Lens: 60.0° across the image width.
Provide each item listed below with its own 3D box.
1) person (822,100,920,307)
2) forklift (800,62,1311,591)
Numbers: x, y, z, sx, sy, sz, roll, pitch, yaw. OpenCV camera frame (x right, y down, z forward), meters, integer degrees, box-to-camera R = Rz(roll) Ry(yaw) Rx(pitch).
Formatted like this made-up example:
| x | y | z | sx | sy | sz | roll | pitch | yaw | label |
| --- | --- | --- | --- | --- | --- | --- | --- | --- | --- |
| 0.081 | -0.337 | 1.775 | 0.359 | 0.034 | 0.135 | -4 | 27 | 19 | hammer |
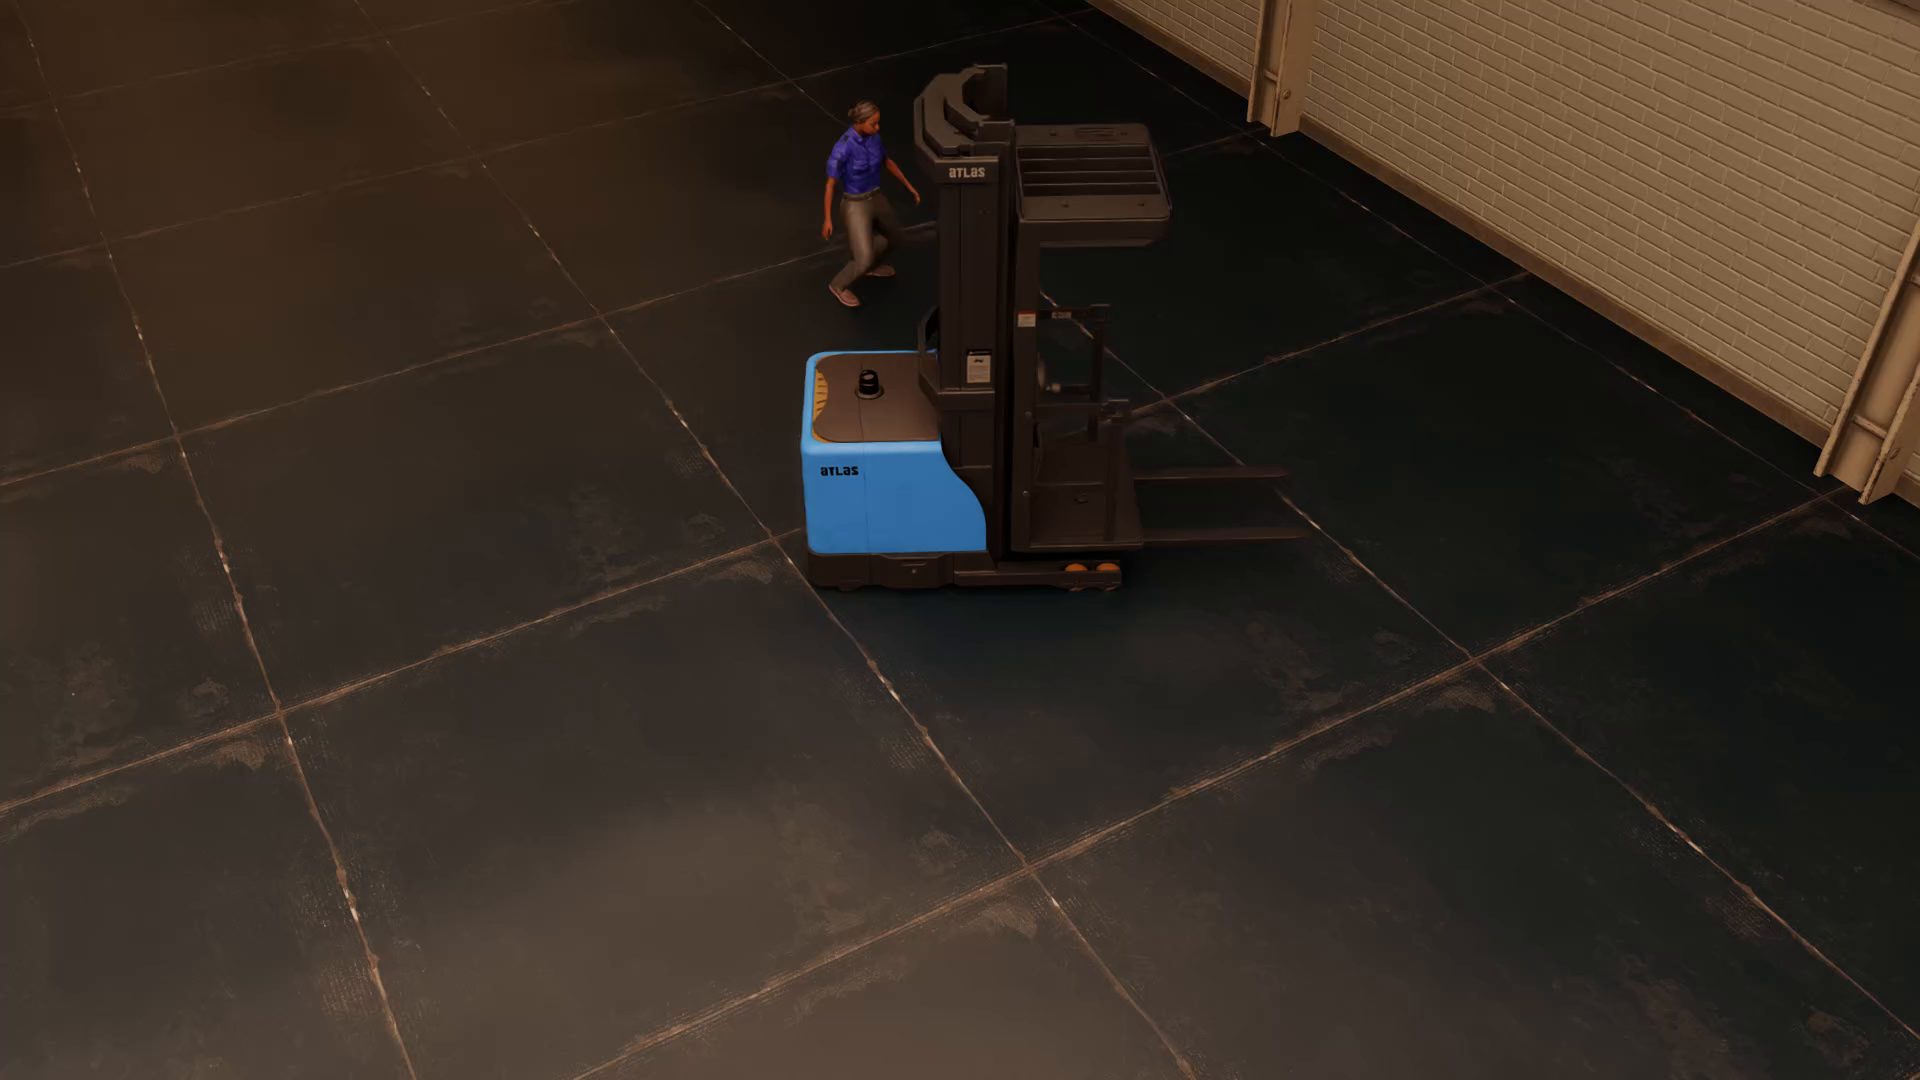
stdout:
| x | y | z | sx | sy | sz | roll | pitch | yaw | label |
| --- | --- | --- | --- | --- | --- | --- | --- | --- | --- |
| -0.684 | -2.443 | 12.084 | 0.581 | 1.556 | 0.850 | 29 | 48 | 30 | person |
| 0.588 | -1.163 | 9.438 | 3.031 | 2.935 | 1.130 | -1 | 40 | -2 | forklift |
